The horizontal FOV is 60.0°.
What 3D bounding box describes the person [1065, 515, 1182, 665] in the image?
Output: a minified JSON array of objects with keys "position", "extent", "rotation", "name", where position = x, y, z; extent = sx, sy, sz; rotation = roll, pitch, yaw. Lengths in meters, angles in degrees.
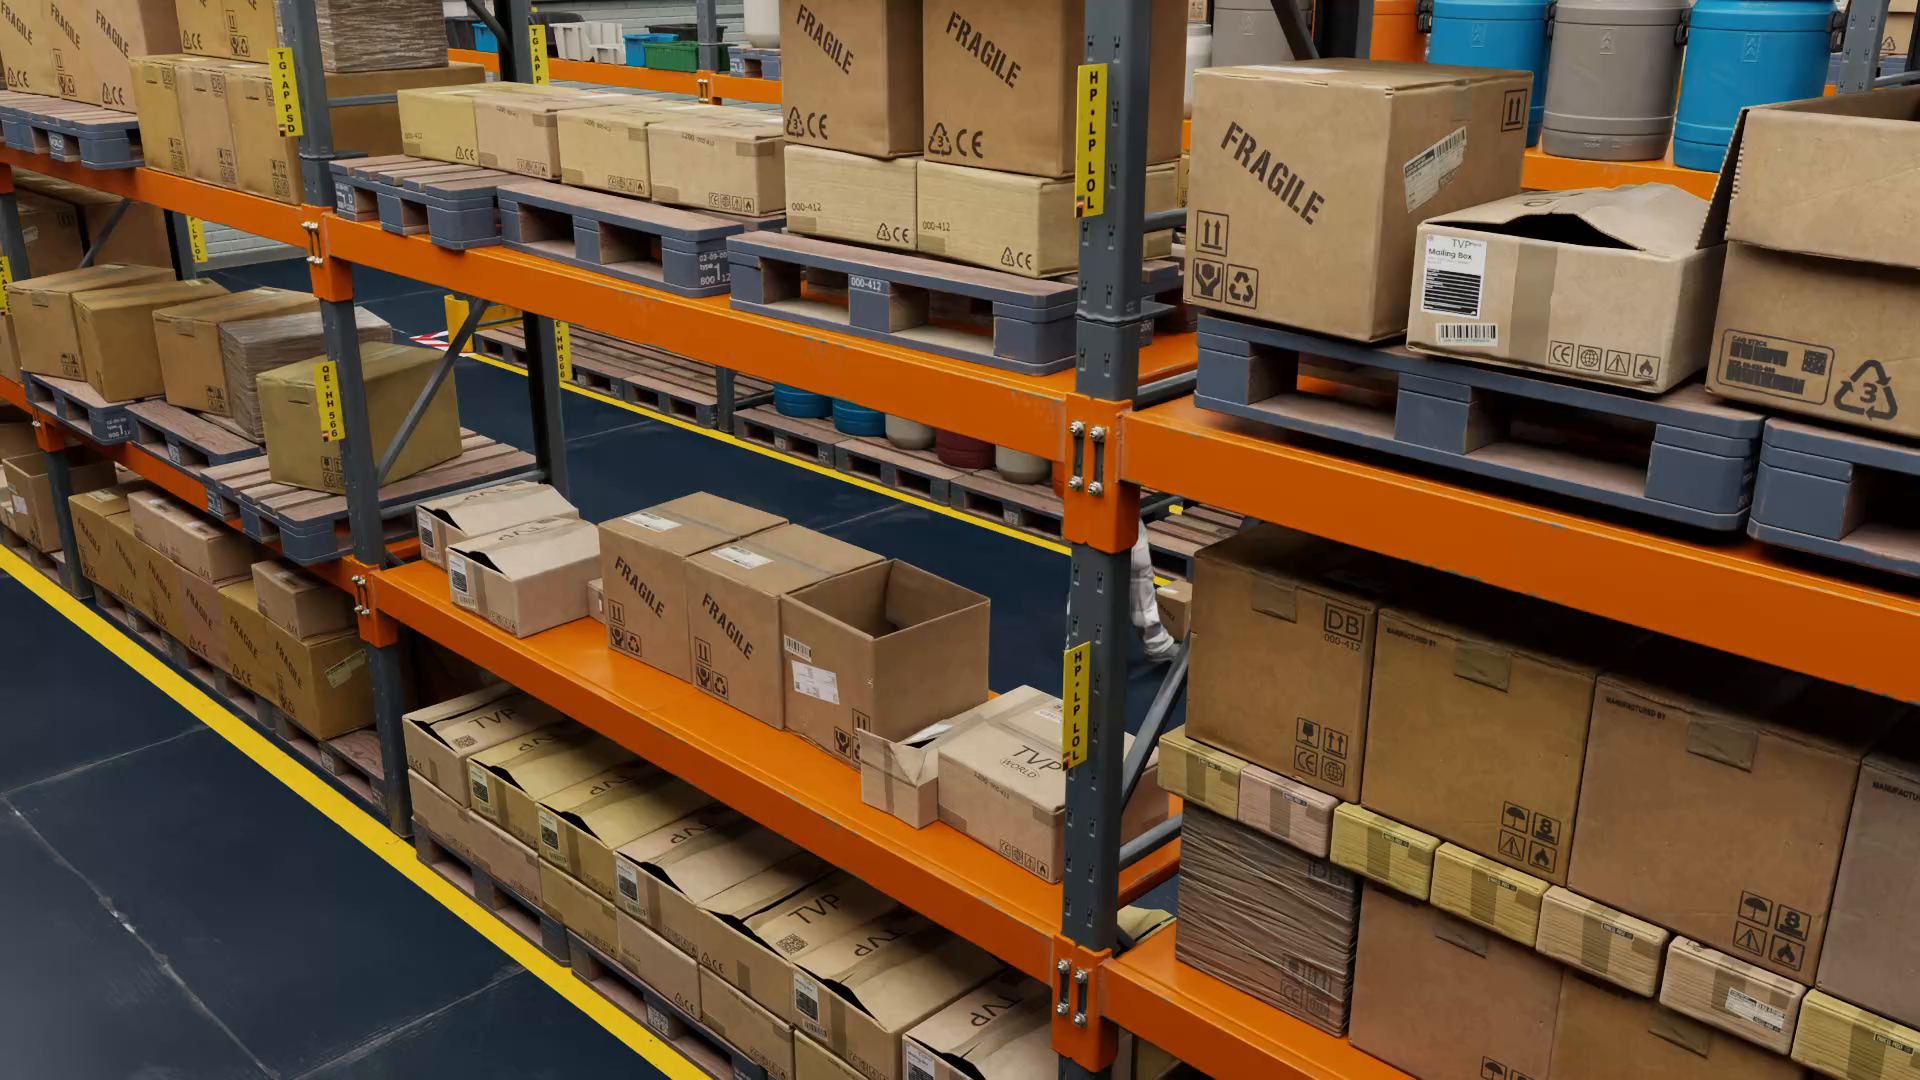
[{"position":[0.931,-0.181,8.996],"extent":[0.718,1.774,0.597],"rotation":[-6,21,-16],"name":"person"}]
